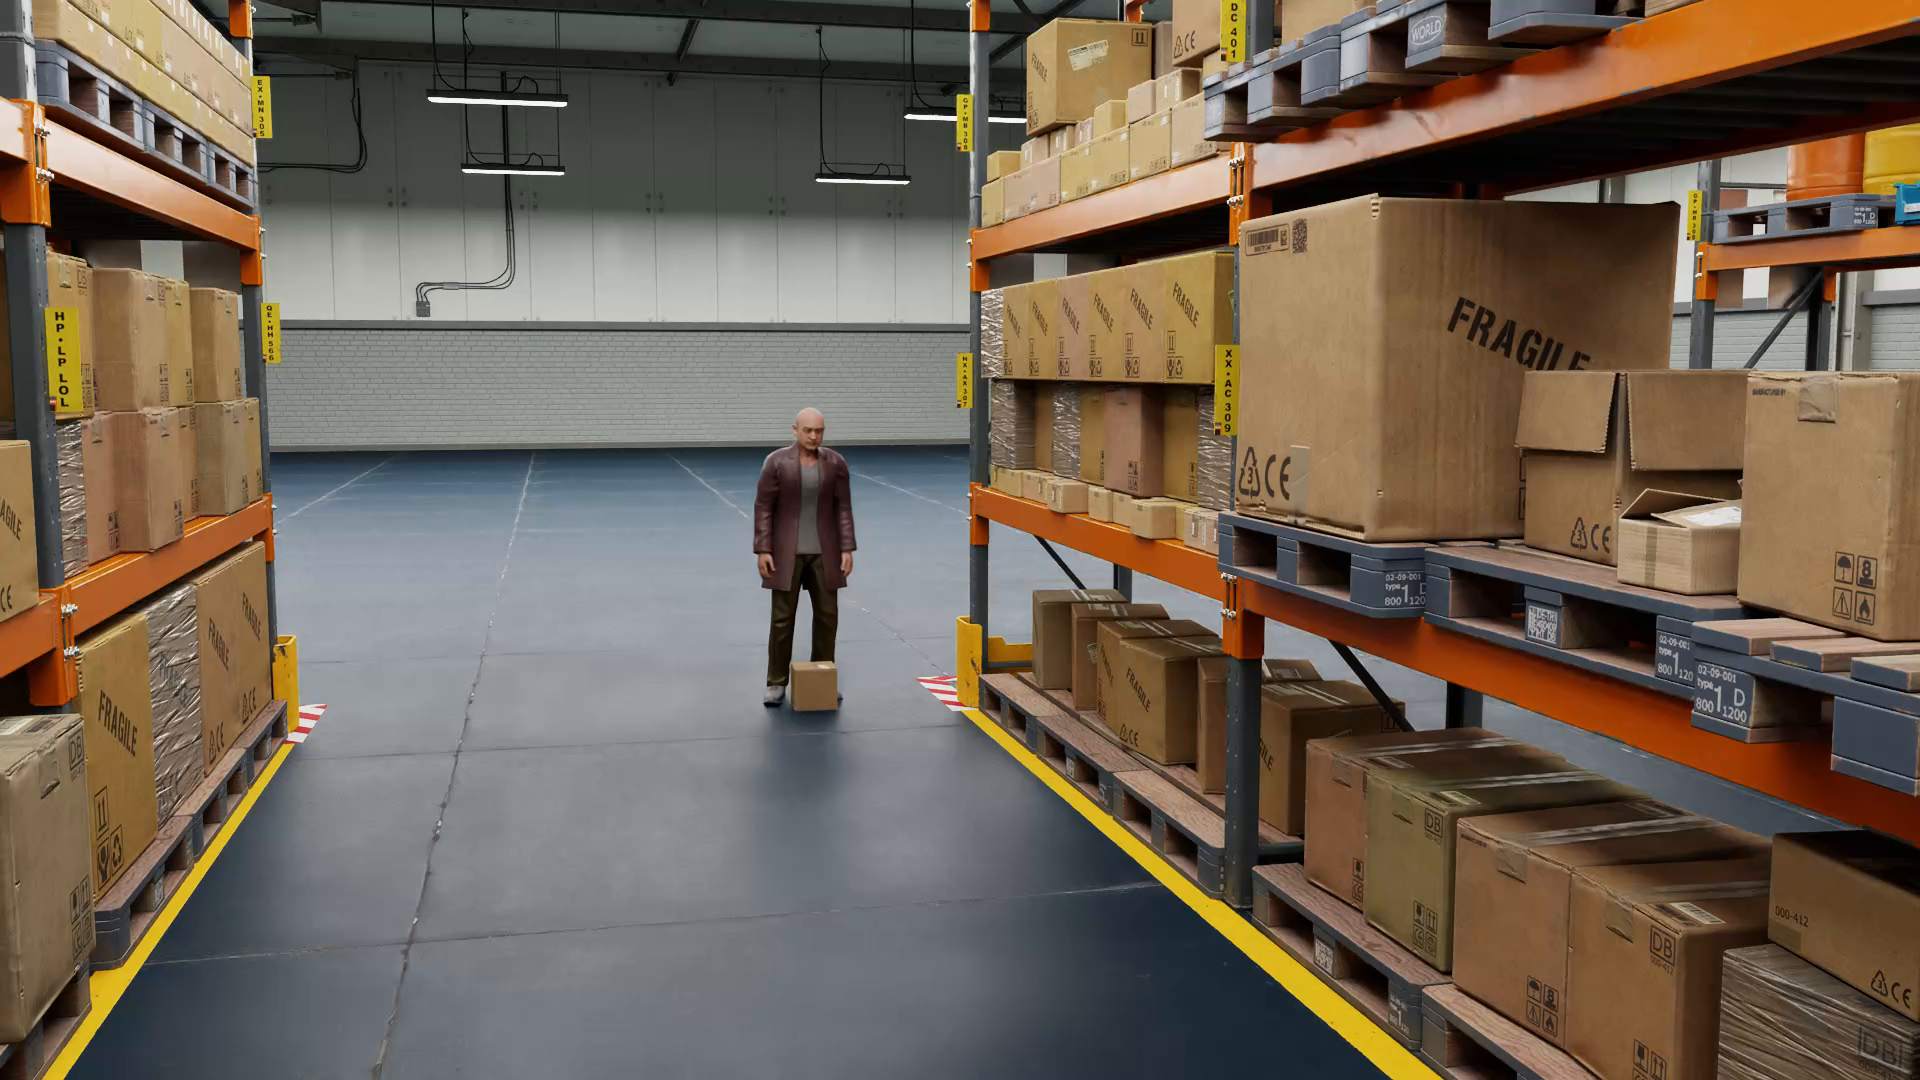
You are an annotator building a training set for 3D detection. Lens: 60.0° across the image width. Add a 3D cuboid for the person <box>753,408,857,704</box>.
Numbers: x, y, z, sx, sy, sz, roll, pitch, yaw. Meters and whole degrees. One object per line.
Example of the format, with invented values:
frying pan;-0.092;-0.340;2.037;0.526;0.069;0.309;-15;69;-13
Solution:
person;-0.933;0.087;10.058;0.640;1.772;0.428;-2;6;-17
